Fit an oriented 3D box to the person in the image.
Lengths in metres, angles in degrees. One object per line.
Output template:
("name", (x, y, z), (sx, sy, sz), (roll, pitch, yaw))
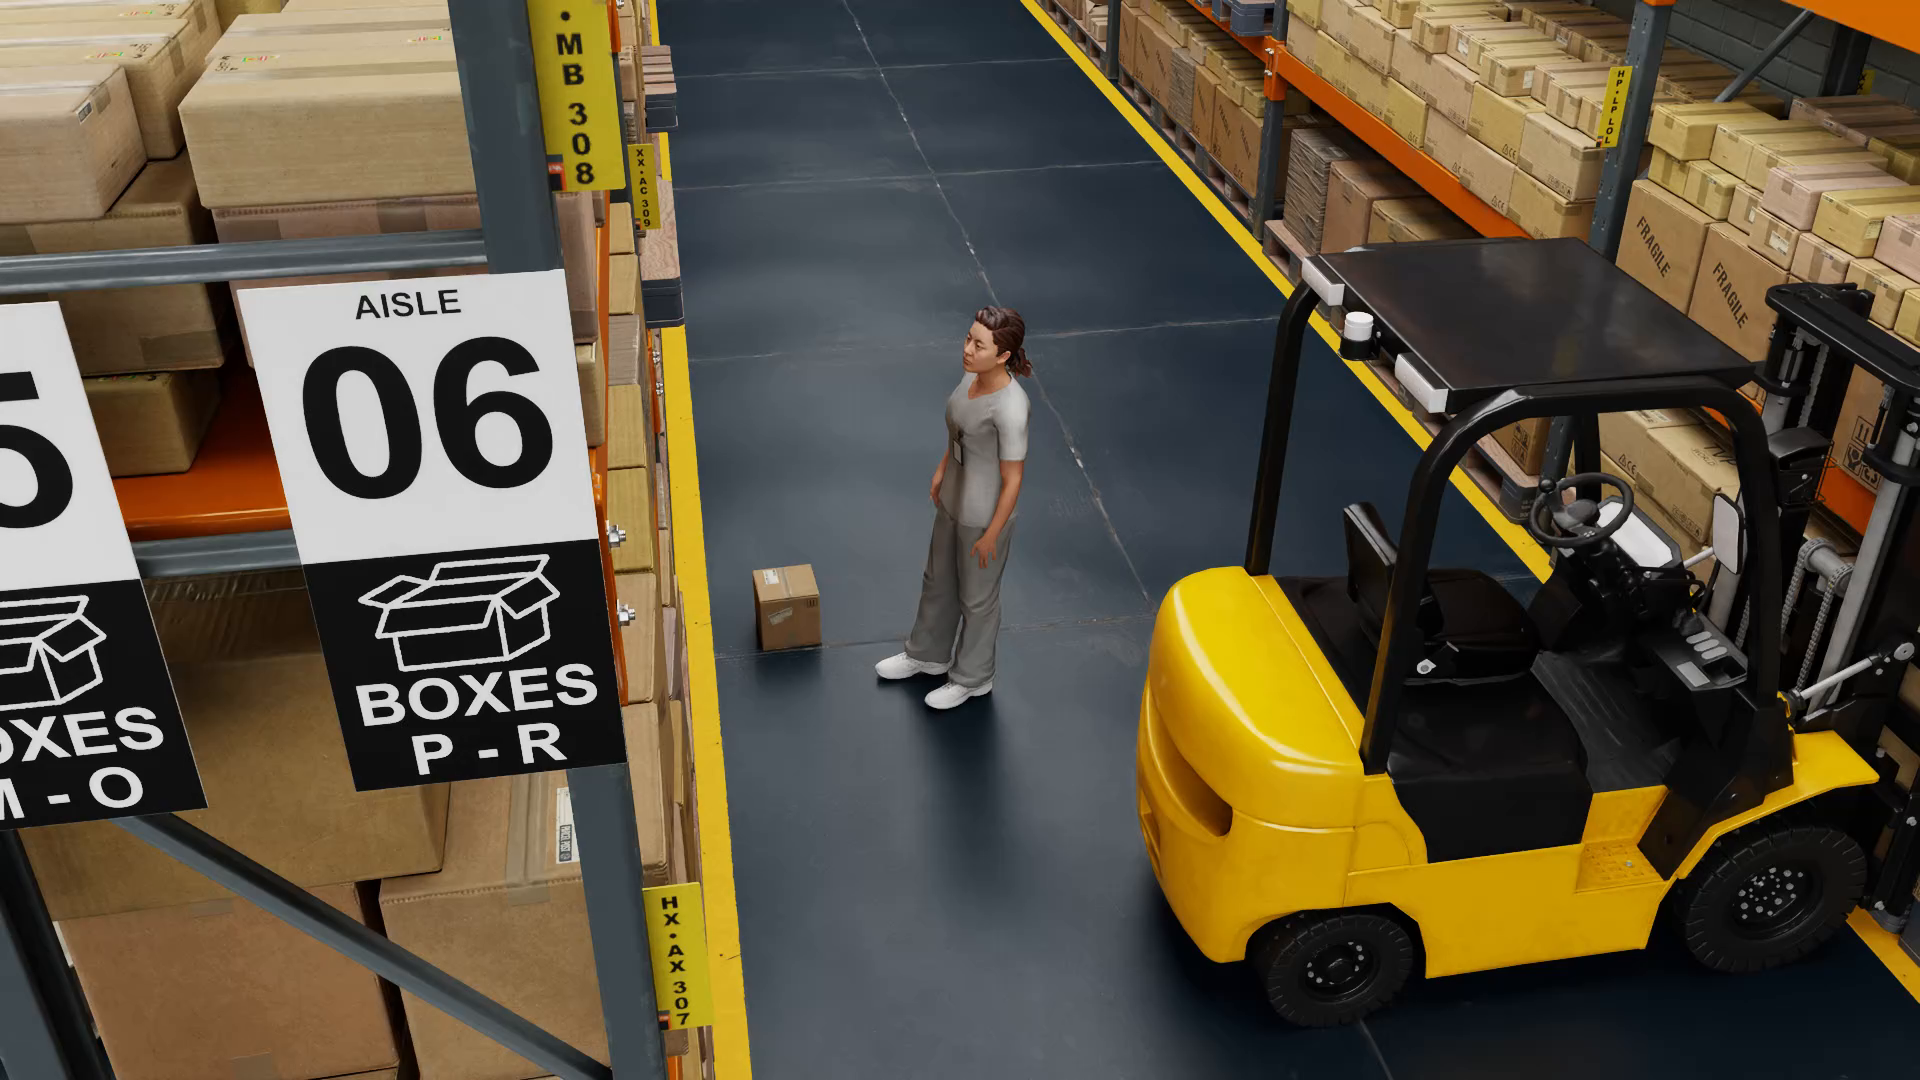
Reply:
("person", (-0.005, -0.100, 6.284), (0.548, 1.674, 0.550), (-12, 33, -19))
